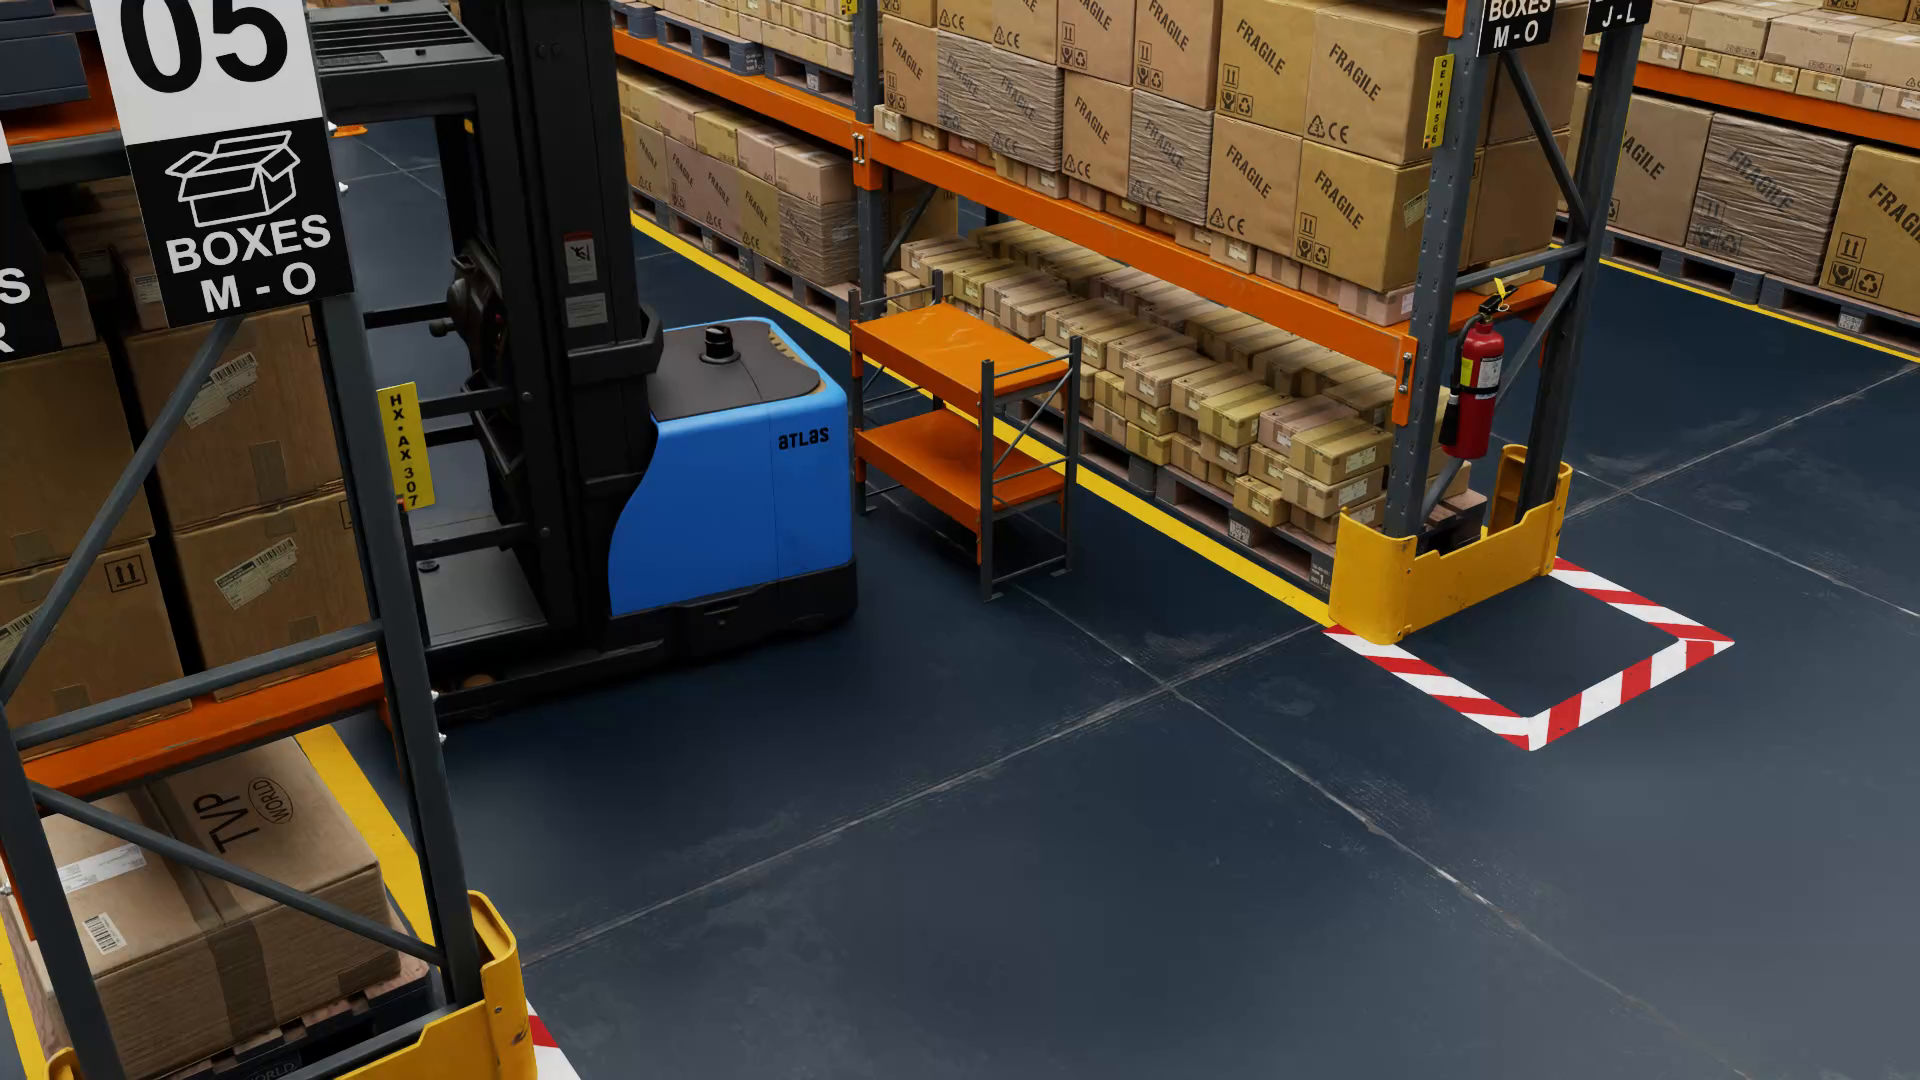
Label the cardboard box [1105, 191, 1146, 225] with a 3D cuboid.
[{"bbox_3d":[0.913,-1.626,7.864,0.380,0.149,0.250,-18,33,-30],"label":"cardboard box"}]

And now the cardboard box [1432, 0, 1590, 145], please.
[{"bbox_3d":[2.131,-1.926,6.690,0.500,0.500,0.500,-19,34,-31],"label":"cardboard box"}]

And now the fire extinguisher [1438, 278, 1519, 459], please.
[{"bbox_3d":[1.945,-0.641,6.258,0.296,0.674,0.183,-19,34,-31],"label":"fire extinguisher"}]

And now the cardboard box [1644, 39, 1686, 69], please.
[{"bbox_3d":[4.607,-3.132,10.637,0.380,0.149,0.250,-18,33,-30],"label":"cardboard box"}]

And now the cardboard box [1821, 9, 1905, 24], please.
[{"bbox_3d":[5.620,-3.121,10.199,0.500,0.250,0.500,-20,34,-32],"label":"cardboard box"}]

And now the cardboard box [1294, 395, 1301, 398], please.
[{"bbox_3d":[1.693,-0.724,8.175,0.380,0.149,0.250,-18,33,-29],"label":"cardboard box"}]

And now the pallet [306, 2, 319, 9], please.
[{"bbox_3d":[-6.578,-5.770,18.153,1.003,0.211,1.213,-19,34,-31],"label":"pallet"}]

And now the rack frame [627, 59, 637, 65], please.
[{"bbox_3d":[-2.465,-4.174,12.293,1.000,3.000,0.127,-19,34,-31],"label":"rack frame"}]

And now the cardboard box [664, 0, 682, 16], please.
[{"bbox_3d":[-1.744,-3.602,11.063,0.380,0.149,0.250,-18,33,-29],"label":"cardboard box"}]

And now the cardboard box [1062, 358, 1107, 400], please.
[{"bbox_3d":[0.707,-0.856,8.419,0.380,0.149,0.250,-18,34,-30],"label":"cardboard box"}]

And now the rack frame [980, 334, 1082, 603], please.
[{"bbox_3d":[0.299,-0.294,7.113,0.500,1.125,0.032,-19,34,-31],"label":"rack frame"}]

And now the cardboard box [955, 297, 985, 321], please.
[{"bbox_3d":[0.195,-1.294,9.225,0.380,0.149,0.250,-19,34,-31],"label":"cardboard box"}]

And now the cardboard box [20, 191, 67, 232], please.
[{"bbox_3d":[-2.455,-0.800,4.928,0.500,0.500,0.500,-19,34,-31],"label":"cardboard box"}]

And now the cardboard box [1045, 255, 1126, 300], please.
[{"bbox_3d":[0.691,-1.440,9.183,0.380,0.149,0.250,-18,33,-29],"label":"cardboard box"}]

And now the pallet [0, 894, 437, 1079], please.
[{"bbox_3d":[-2.326,1.282,5.169,1.003,0.211,1.213,-19,34,-31],"label":"pallet"}]

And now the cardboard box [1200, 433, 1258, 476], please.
[{"bbox_3d":[1.334,-0.454,7.679,0.380,0.149,0.250,-20,35,-33],"label":"cardboard box"}]

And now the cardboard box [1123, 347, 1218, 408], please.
[{"bbox_3d":[1.009,-0.779,7.966,0.380,0.149,0.250,-17,33,-29],"label":"cardboard box"}]

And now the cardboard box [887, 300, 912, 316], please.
[{"bbox_3d":[-0.195,-1.320,9.586,0.380,0.149,0.250,-20,35,-33],"label":"cardboard box"}]

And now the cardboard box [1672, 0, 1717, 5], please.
[{"bbox_3d":[4.608,-3.696,10.472,0.500,0.500,0.500,-20,34,-32],"label":"cardboard box"}]

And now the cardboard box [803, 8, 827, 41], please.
[{"bbox_3d":[-0.690,-3.026,9.691,0.380,0.149,0.250,-19,34,-30],"label":"cardboard box"}]

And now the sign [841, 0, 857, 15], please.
[{"bbox_3d":[-0.595,-2.973,8.868,0.100,0.325,0.005,-19,34,-31],"label":"sign"}]

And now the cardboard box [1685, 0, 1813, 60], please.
[{"bbox_3d":[4.882,-3.174,10.297,0.500,0.250,0.500,-19,34,-31],"label":"cardboard box"}]

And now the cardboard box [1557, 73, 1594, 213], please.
[{"bbox_3d":[4.272,-2.925,11.779,0.875,0.875,0.875,-19,34,-31],"label":"cardboard box"}]

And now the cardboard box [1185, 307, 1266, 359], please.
[{"bbox_3d":[1.369,-1.061,8.485,0.380,0.149,0.250,-18,33,-30],"label":"cardboard box"}]

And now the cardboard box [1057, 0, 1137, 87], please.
[{"bbox_3d":[0.795,-2.389,7.541,0.500,0.500,0.500,-20,34,-32],"label":"cardboard box"}]

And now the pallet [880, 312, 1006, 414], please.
[{"bbox_3d":[0.273,-1.143,9.633,1.003,0.211,1.213,-19,34,-31],"label":"pallet"}]

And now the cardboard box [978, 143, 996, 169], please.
[{"bbox_3d":[0.313,-2.032,8.612,0.380,0.149,0.250,-20,35,-33],"label":"cardboard box"}]

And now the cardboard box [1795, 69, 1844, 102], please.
[{"bbox_3d":[5.206,-2.731,9.900,0.380,0.149,0.250,-20,34,-32],"label":"cardboard box"}]

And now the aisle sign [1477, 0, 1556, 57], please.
[{"bbox_3d":[1.973,-2.095,5.741,0.394,0.787,0.004,-19,34,-31],"label":"aisle sign"}]

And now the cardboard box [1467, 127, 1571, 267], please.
[{"bbox_3d":[2.140,-1.490,6.934,0.500,0.500,0.500,-17,33,-28],"label":"cardboard box"}]

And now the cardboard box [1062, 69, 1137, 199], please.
[{"bbox_3d":[0.828,-1.935,7.754,0.500,0.500,0.500,-17,33,-28],"label":"cardboard box"}]

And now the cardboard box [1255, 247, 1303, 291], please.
[{"bbox_3d":[1.484,-1.203,7.085,0.380,0.149,0.250,-19,34,-31],"label":"cardboard box"}]

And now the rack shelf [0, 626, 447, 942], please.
[{"bbox_3d":[-2.958,-0.116,5.574,1.077,0.370,4.000,-19,34,-31],"label":"rack shelf"}]

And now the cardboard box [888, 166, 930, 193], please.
[{"bbox_3d":[-0.358,-2.395,10.411,0.500,0.250,0.500,-20,35,-33],"label":"cardboard box"}]

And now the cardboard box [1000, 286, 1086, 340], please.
[{"bbox_3d":[0.435,-1.196,8.734,0.380,0.149,0.250,-18,33,-30],"label":"cardboard box"}]

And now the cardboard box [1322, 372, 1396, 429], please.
[{"bbox_3d":[1.890,-0.629,7.689,0.380,0.149,0.250,-18,33,-30],"label":"cardboard box"}]

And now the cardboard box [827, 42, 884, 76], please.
[{"bbox_3d":[-0.537,-2.793,9.573,0.380,0.149,0.250,-20,34,-32],"label":"cardboard box"}]

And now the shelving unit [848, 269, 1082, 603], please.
[{"bbox_3d":[0.004,-0.492,7.477,0.538,1.125,1.048,-19,34,-31],"label":"shelving unit"}]

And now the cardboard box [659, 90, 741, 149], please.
[{"bbox_3d":[-1.692,-2.862,11.270,0.500,0.250,0.500,-18,34,-30],"label":"cardboard box"}]

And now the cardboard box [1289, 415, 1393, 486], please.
[{"bbox_3d":[1.662,-0.393,7.254,0.380,0.149,0.250,-18,33,-30],"label":"cardboard box"}]

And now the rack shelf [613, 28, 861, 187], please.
[{"bbox_3d":[-1.305,-3.081,11.033,1.077,0.370,4.000,-19,34,-31],"label":"rack shelf"}]

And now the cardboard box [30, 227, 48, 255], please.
[{"bbox_3d":[-2.336,-0.599,3.878,0.380,0.149,0.250,-18,33,-30],"label":"cardboard box"}]

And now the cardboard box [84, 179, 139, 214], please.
[{"bbox_3d":[-2.046,-0.853,4.345,0.380,0.149,0.250,-18,33,-29],"label":"cardboard box"}]

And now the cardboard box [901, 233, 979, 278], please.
[{"bbox_3d":[-0.114,-1.621,9.516,0.380,0.149,0.250,-17,33,-29],"label":"cardboard box"}]

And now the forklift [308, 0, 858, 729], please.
[{"bbox_3d":[-1.995,-0.843,6.231,3.031,2.935,1.130,-13,31,-22],"label":"forklift"}]

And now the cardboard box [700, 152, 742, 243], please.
[{"bbox_3d":[-1.371,-2.323,11.064,0.500,0.500,0.500,-20,34,-32],"label":"cardboard box"}]

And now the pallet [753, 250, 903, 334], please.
[{"bbox_3d":[-0.598,-1.696,10.652,1.003,0.211,1.213,-19,34,-31],"label":"pallet"}]

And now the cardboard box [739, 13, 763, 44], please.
[{"bbox_3d":[-1.142,-3.195,10.314,0.380,0.149,0.250,-20,35,-33],"label":"cardboard box"}]

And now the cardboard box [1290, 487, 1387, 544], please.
[{"bbox_3d":[1.700,-0.143,7.417,0.380,0.149,0.250,-18,33,-30],"label":"cardboard box"}]

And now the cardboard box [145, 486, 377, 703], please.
[{"bbox_3d":[-1.843,0.035,4.437,0.500,0.500,0.500,-19,34,-31],"label":"cardboard box"}]

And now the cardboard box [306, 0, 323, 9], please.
[{"bbox_3d":[-6.658,-6.290,17.975,0.875,0.875,0.875,-19,34,-30],"label":"cardboard box"}]

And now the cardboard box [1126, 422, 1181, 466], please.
[{"bbox_3d":[1.032,-0.515,8.103,0.380,0.149,0.250,-20,35,-33],"label":"cardboard box"}]

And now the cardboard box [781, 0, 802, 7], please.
[{"bbox_3d":[-0.842,-3.262,9.813,0.380,0.149,0.250,-20,34,-32],"label":"cardboard box"}]

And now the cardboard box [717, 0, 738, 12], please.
[{"bbox_3d":[-1.304,-3.436,10.444,0.380,0.149,0.250,-19,34,-30],"label":"cardboard box"}]
